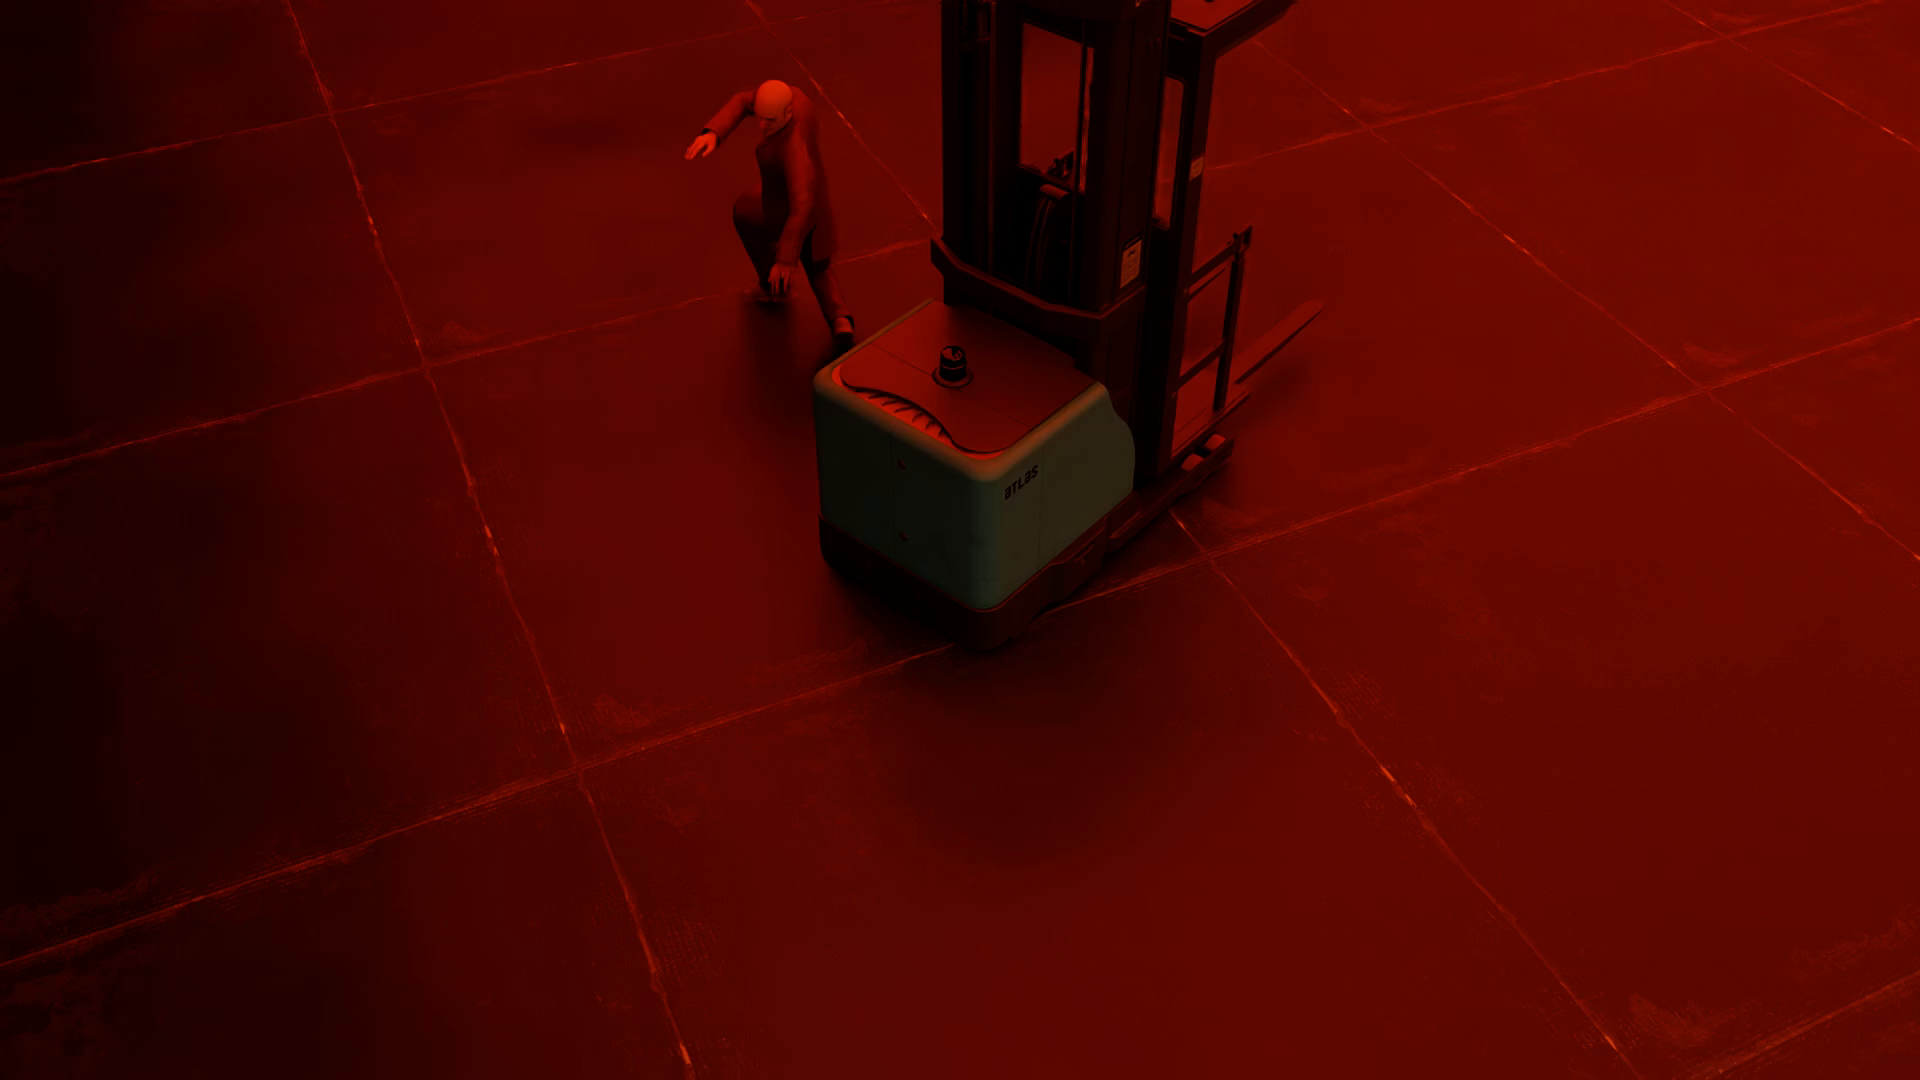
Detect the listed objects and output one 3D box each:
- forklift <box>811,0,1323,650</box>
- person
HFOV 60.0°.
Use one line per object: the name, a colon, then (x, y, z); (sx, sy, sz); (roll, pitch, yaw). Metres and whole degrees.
forklift: (0.696, -1.527, 7.316); (1.130, 2.935, 3.031); (30, 51, 28)
person: (-0.923, -1.652, 8.555); (1.006, 1.547, 0.780); (31, 51, 29)
